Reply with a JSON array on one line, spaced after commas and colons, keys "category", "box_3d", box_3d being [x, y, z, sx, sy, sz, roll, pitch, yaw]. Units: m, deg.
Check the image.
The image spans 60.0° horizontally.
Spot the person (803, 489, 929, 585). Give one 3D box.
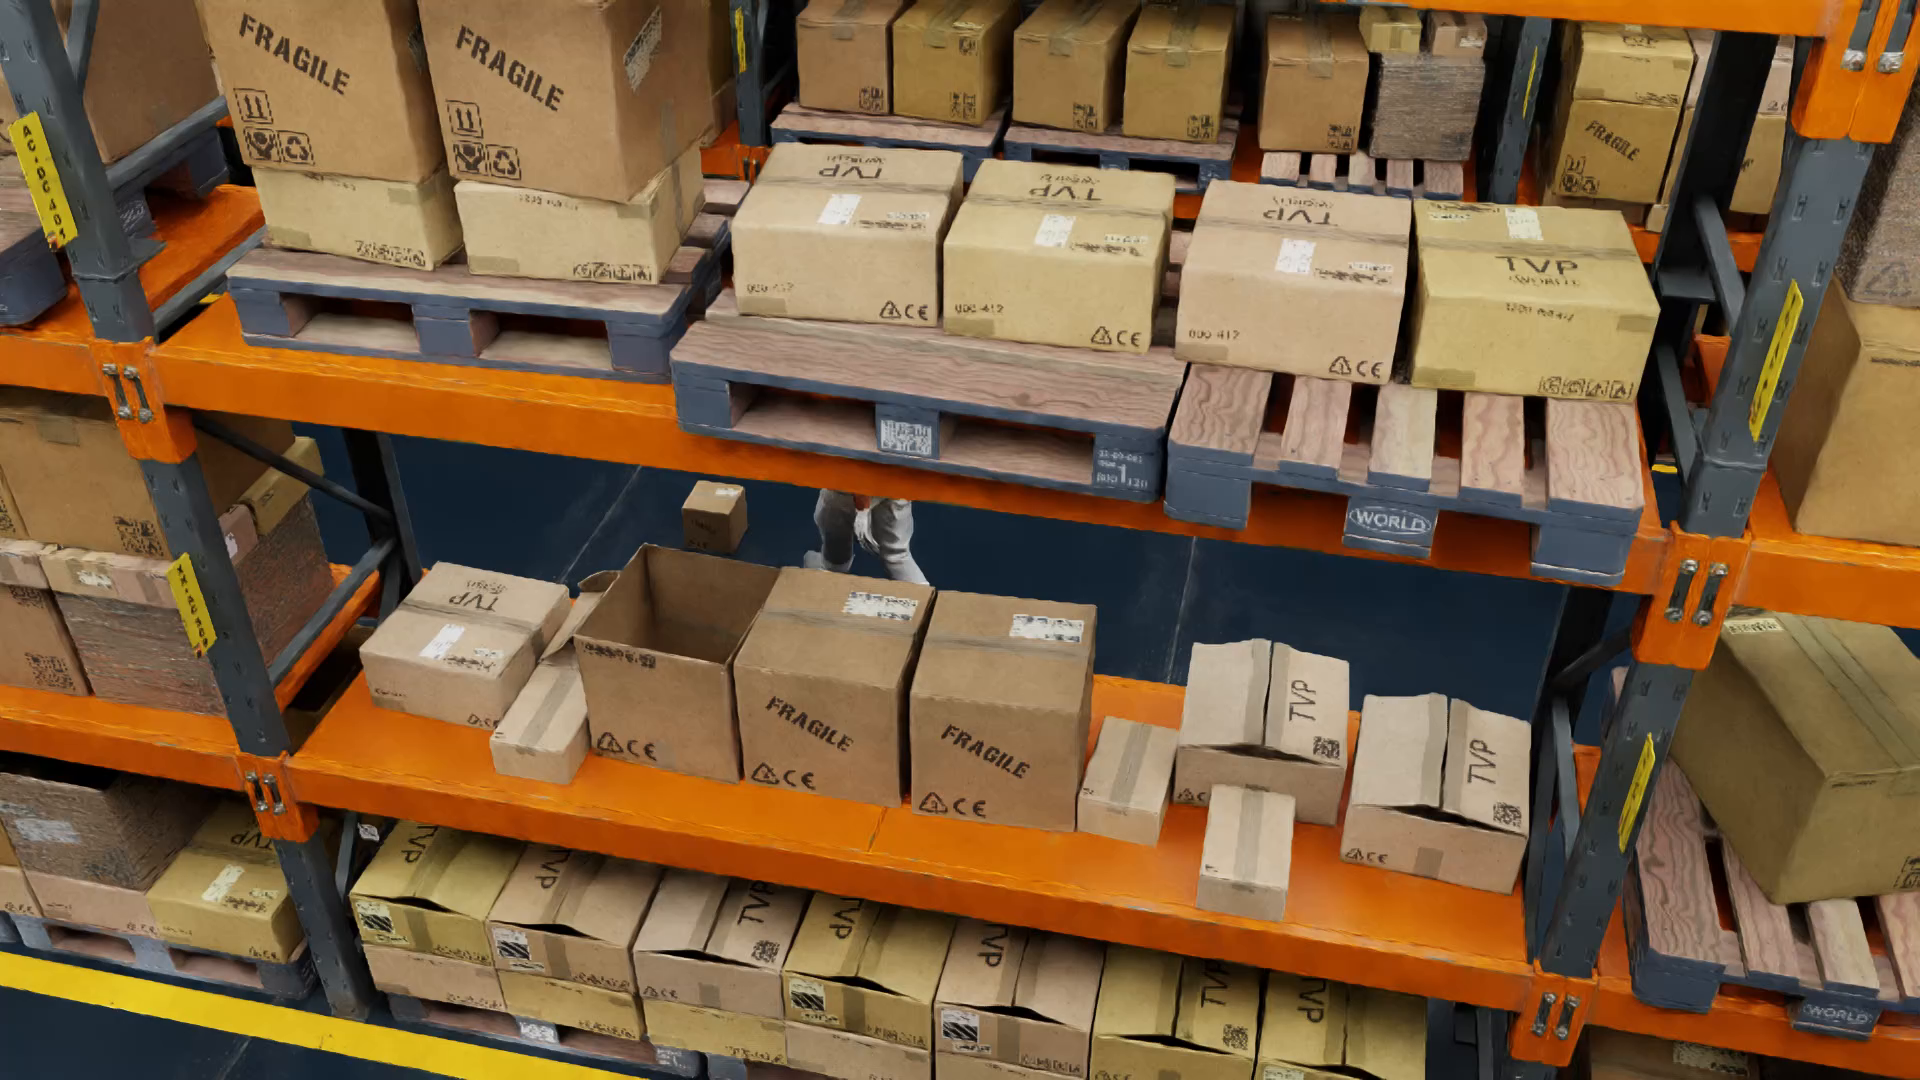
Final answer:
[{"category": "person", "box_3d": [-0.428, -0.281, 7.358, 1.069, 1.739, 0.547, 30, 46, 35]}]
